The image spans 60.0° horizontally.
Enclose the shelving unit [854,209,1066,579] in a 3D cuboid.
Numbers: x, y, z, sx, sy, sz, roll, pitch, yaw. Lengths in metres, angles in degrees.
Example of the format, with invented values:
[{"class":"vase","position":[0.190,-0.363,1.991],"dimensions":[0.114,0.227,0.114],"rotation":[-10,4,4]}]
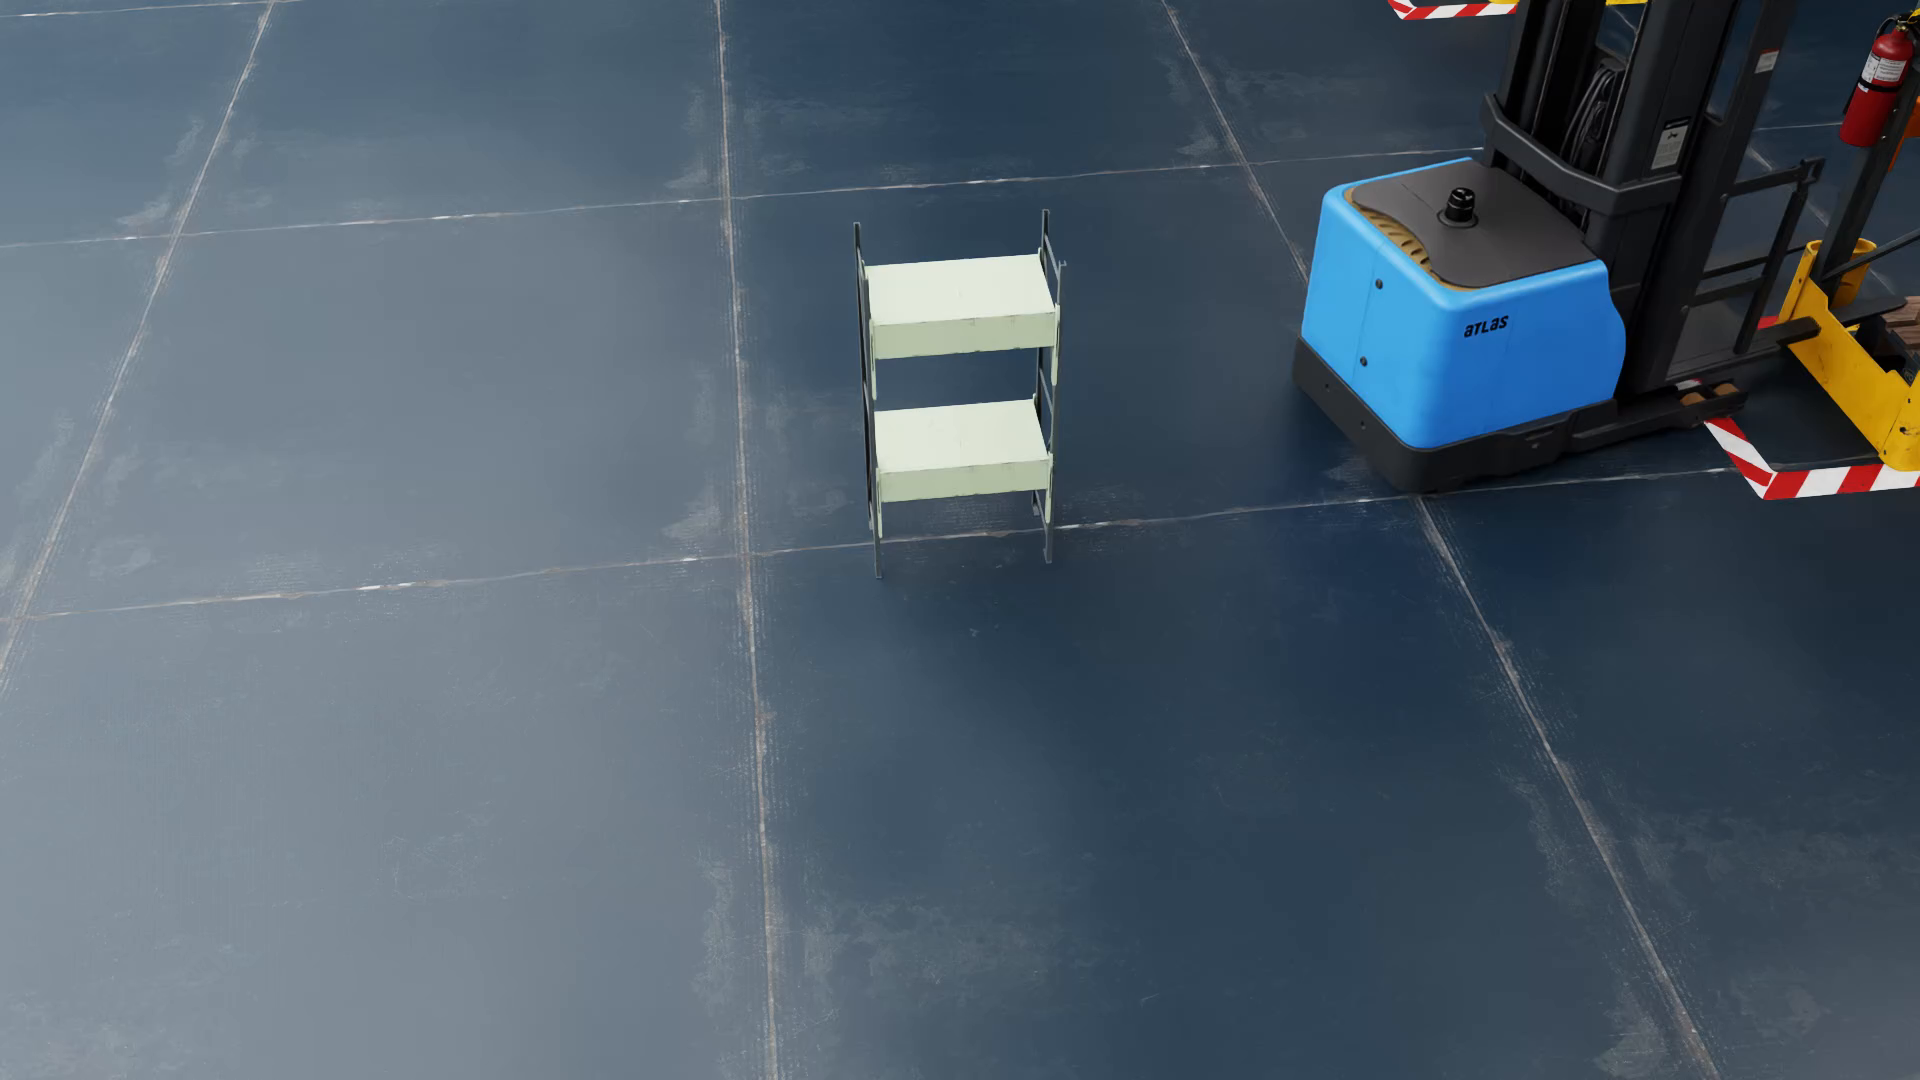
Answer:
[{"class":"shelving unit","position":[-0.007,-0.556,6.747],"dimensions":[0.755,1.500,0.431],"rotation":[-5,42,-6]}]

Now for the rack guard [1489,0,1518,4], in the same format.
[{"class":"rack guard","position":[3.706,-4.216,11.551],"dimensions":[0.348,0.500,1.175],"rotation":[-5,42,-6]}]

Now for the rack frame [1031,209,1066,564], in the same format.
[{"class":"rack frame","position":[0.356,-0.588,6.782],"dimensions":[0.023,1.500,0.400],"rotation":[-5,42,-6]}]

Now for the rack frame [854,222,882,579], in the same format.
[{"class":"rack frame","position":[-0.370,-0.525,6.712],"dimensions":[0.023,1.500,0.400],"rotation":[-5,42,-6]}]

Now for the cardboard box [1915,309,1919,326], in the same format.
[{"class":"cardboard box","position":[4.900,-1.088,7.770],"dimensions":[0.500,0.500,0.500],"rotation":[2,42,2]}]

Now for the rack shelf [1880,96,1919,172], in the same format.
[{"class":"rack shelf","position":[6.262,-1.724,7.459],"dimensions":[4.000,0.370,1.077],"rotation":[-5,42,-6]}]

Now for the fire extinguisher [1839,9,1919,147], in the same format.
[{"class":"fire extinguisher","position":[4.106,-2.085,7.380],"dimensions":[0.183,0.674,0.296],"rotation":[-5,42,-6]}]

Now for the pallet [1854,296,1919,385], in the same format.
[{"class":"pallet","position":[5.164,-0.836,8.019],"dimensions":[1.213,0.211,1.003],"rotation":[-5,42,-6]}]

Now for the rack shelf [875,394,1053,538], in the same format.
[{"class":"rack shelf","position":[-0.007,-0.314,6.965],"dimensions":[0.720,0.370,0.431],"rotation":[-5,42,-6]}]

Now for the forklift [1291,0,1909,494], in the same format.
[{"class":"forklift","position":[3.167,-1.927,7.198],"dimensions":[3.031,2.935,1.130],"rotation":[-15,44,-16]}]

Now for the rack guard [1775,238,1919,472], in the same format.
[{"class":"rack guard","position":[4.354,-0.896,7.870],"dimensions":[0.348,0.500,1.175],"rotation":[-5,42,-6]}]

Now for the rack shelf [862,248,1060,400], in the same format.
[{"class":"rack shelf","position":[-0.007,-0.846,6.486],"dimensions":[0.720,0.370,0.431],"rotation":[-5,42,-6]}]

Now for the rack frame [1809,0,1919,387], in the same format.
[{"class":"rack frame","position":[4.279,-1.817,7.025],"dimensions":[0.127,3.000,1.000],"rotation":[-5,42,-6]}]
